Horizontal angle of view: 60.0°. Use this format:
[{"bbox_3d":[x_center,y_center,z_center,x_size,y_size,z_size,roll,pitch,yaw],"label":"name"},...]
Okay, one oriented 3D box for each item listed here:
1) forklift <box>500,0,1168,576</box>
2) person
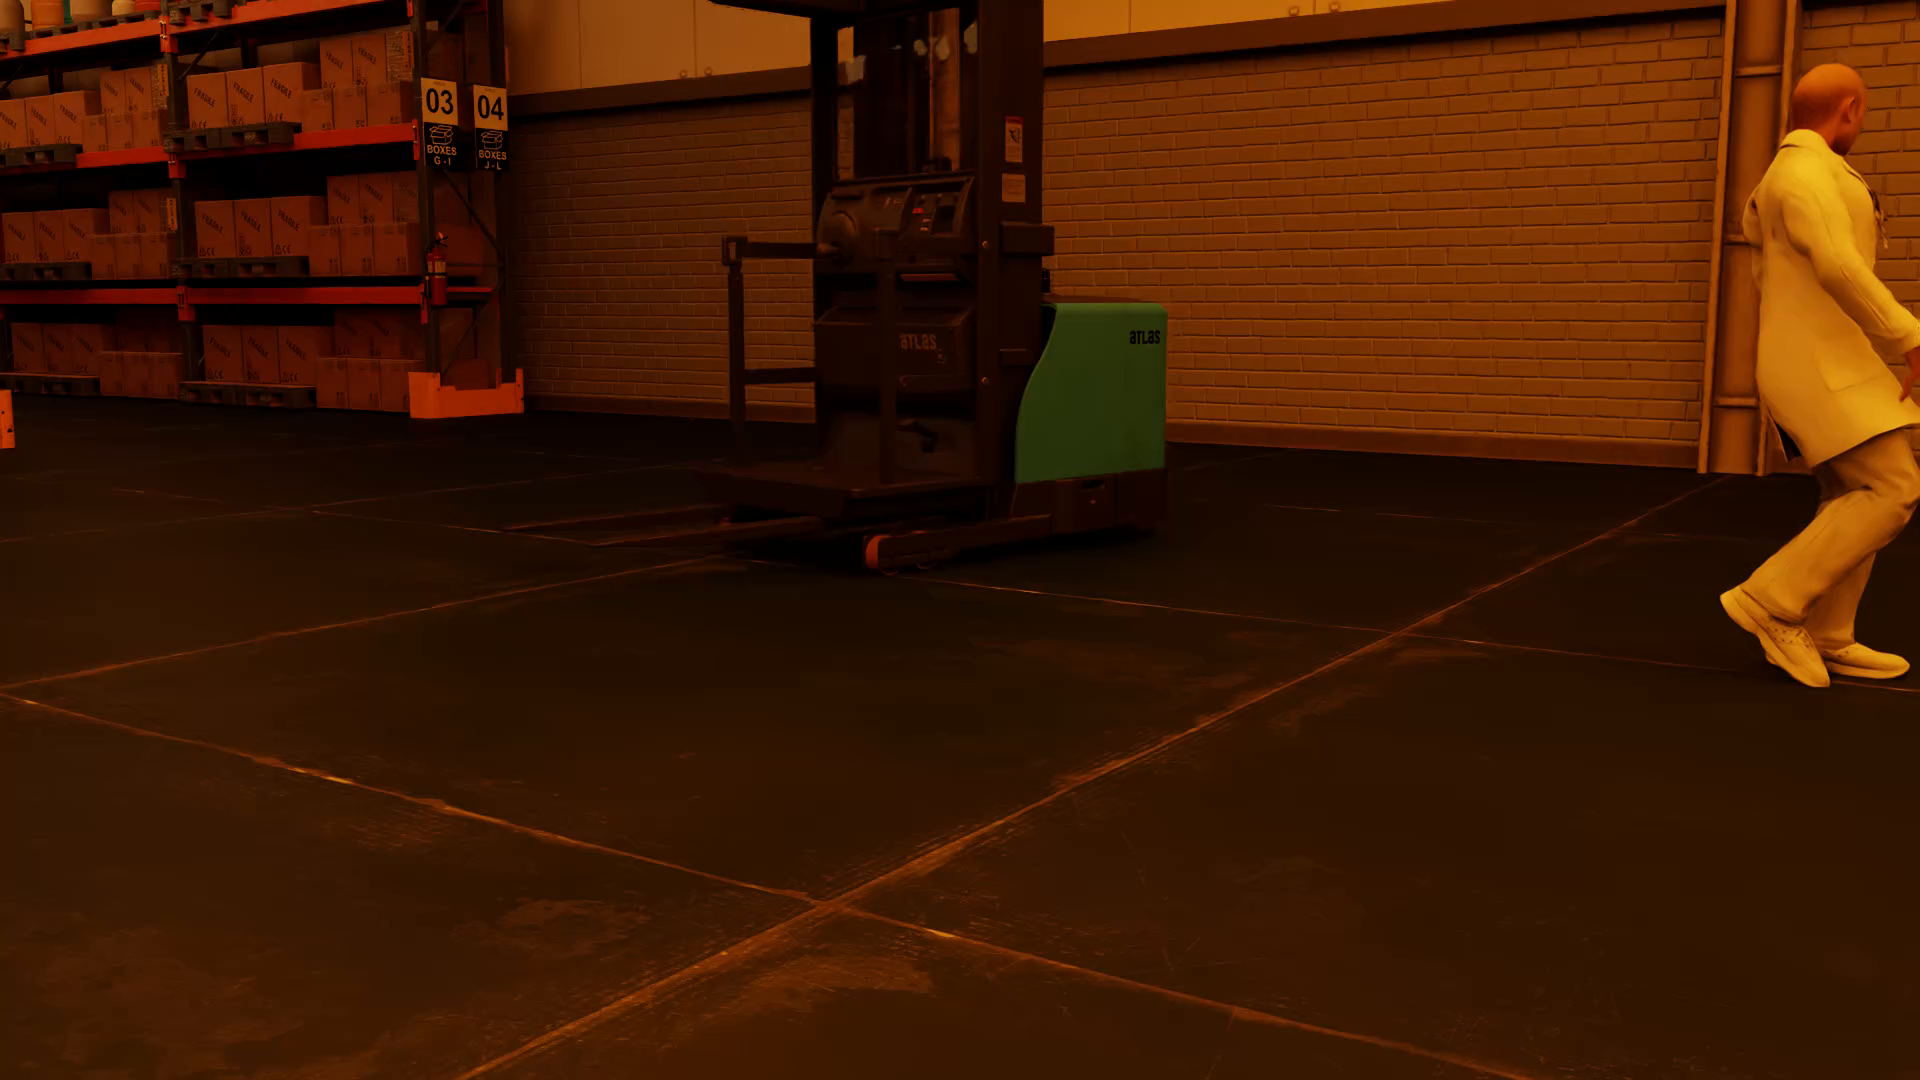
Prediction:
[{"bbox_3d":[-0.438,-1.391,6.977,3.031,2.935,1.130,-8,11,-43],"label":"forklift"},{"bbox_3d":[2.509,-0.474,4.796,0.517,1.750,0.829,4,9,26],"label":"person"}]
